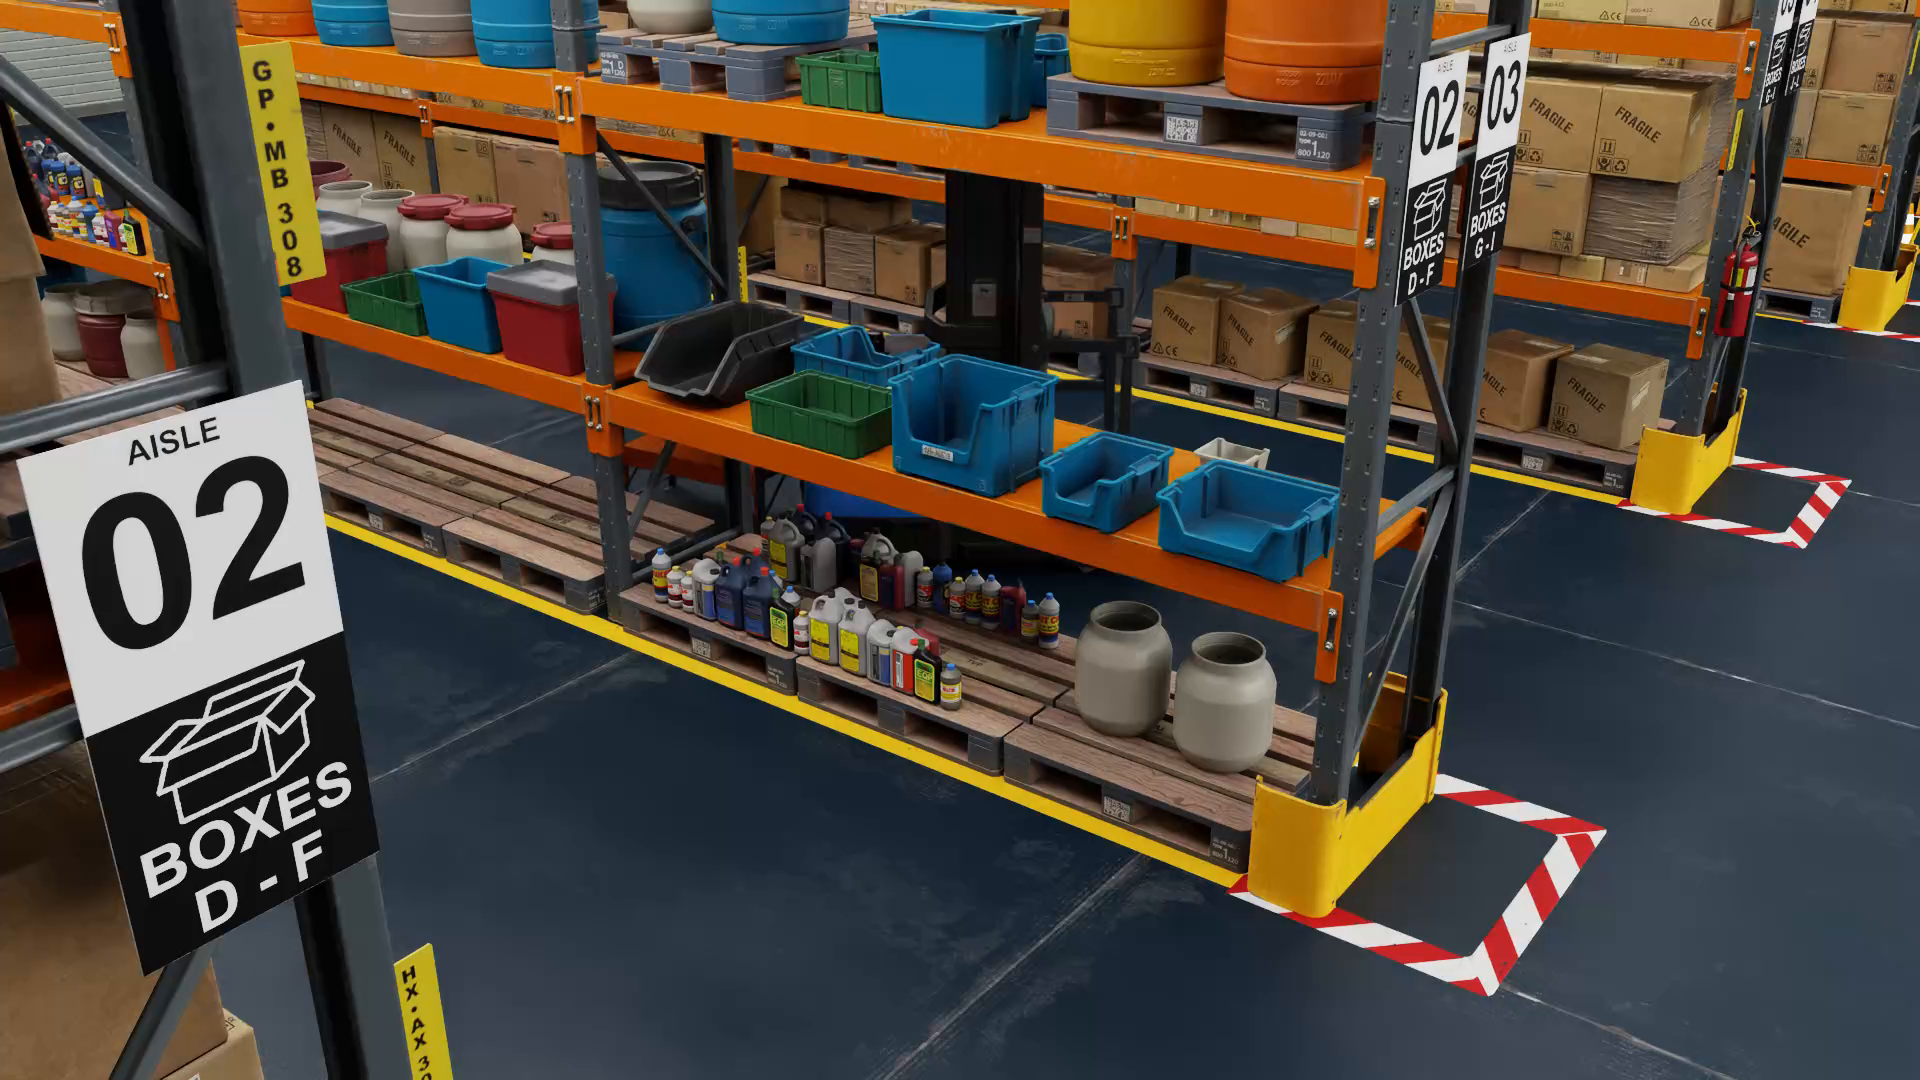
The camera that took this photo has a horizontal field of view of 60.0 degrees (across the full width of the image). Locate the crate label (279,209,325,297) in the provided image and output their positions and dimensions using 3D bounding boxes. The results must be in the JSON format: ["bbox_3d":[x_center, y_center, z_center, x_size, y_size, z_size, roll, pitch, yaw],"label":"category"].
[{"bbox_3d":[-4.077,-1.749,9.956,0.616,0.435,0.502,17,29,33],"label":"crate label"}]

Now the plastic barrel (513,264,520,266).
[{"bbox_3d":[-2.476,-1.399,9.378,0.301,0.262,0.301,0,24,0],"label":"plastic barrel"}]

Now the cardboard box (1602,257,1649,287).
[{"bbox_3d":[4.111,-1.672,10.136,0.250,0.149,0.380,17,29,33],"label":"cardboard box"}]

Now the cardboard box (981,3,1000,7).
[{"bbox_3d":[0.441,-5.947,18.580,0.250,0.149,0.380,15,28,31],"label":"cardboard box"}]

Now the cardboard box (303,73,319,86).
[{"bbox_3d":[-6.612,-4.851,17.352,0.250,0.149,0.380,17,29,34],"label":"cardboard box"}]

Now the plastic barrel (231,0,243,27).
[{"bbox_3d":[-4.183,-3.394,9.391,0.600,0.901,0.600,0,24,0],"label":"plastic barrel"}]

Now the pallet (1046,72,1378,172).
[{"bbox_3d":[1.088,-1.644,6.275,1.213,0.211,1.003,17,29,33],"label":"pallet"}]

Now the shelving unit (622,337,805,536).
[{"bbox_3d":[-1.483,-0.672,9.880,1.048,1.125,0.538,13,27,27],"label":"shelving unit"}]

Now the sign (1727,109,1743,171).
[{"bbox_3d":[4.313,-2.224,9.250,0.005,0.325,0.100,17,29,33],"label":"sign"}]

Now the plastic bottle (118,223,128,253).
[{"bbox_3d":[-5.371,-1.964,10.733,0.097,0.201,0.097,0,24,0],"label":"plastic bottle"}]

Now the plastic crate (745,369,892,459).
[{"bbox_3d":[-0.592,-0.577,7.602,0.662,0.188,0.450,17,29,33],"label":"plastic crate"}]

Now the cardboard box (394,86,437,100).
[{"bbox_3d":[-5.381,-4.479,16.507,0.250,0.149,0.380,17,29,34],"label":"cardboard box"}]

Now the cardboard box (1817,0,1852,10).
[{"bbox_3d":[9.196,-5.829,17.526,0.500,0.500,0.700,16,29,33],"label":"cardboard box"}]

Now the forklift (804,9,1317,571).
[{"bbox_3d":[0.634,-1.384,9.256,3.031,2.935,1.130,0,24,0],"label":"forklift"}]

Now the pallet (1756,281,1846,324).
[{"bbox_3d":[7.031,-2.192,14.463,1.213,0.211,1.003,17,29,33],"label":"pallet"}]

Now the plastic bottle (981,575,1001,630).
[{"bbox_3d":[0.153,0.299,8.188,0.097,0.271,0.097,0,24,0],"label":"plastic bottle"}]

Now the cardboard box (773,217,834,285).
[{"bbox_3d":[-1.191,-2.560,14.395,0.500,0.500,0.700,15,28,31],"label":"cardboard box"}]

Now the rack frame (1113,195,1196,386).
[{"bbox_3d":[1.461,-2.691,12.138,0.127,3.000,1.000,17,29,33],"label":"rack frame"}]

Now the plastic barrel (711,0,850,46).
[{"bbox_3d":[-0.777,-2.612,7.096,0.708,0.901,0.600,17,29,33],"label":"plastic barrel"}]

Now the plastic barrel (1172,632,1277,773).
[{"bbox_3d":[1.119,0.686,7.038,0.421,0.512,0.421,0,24,0],"label":"plastic barrel"}]

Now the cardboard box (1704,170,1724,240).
[{"bbox_3d":[6.430,-2.874,14.668,0.875,0.875,0.875,16,29,32],"label":"cardboard box"}]

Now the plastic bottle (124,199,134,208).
[{"bbox_3d":[-5.972,-2.548,11.967,0.135,0.276,0.152,17,29,33],"label":"plastic bottle"}]

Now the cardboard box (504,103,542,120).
[{"bbox_3d":[-3.919,-4.237,15.523,0.500,0.500,0.500,16,28,32],"label":"cardboard box"}]

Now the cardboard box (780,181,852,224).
[{"bbox_3d":[-1.185,-2.907,14.251,0.500,0.250,0.500,18,30,35],"label":"cardboard box"}]

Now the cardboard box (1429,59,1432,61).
[{"bbox_3d":[2.876,-2.781,10.609,0.500,0.500,0.500,17,29,33],"label":"cardboard box"}]

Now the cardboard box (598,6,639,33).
[{"bbox_3d":[-2.835,-4.504,14.884,0.637,0.503,0.797,18,29,34],"label":"cardboard box"}]

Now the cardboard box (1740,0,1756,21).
[{"bbox_3d":[4.432,-3.228,9.822,0.500,0.250,0.500,18,29,35],"label":"cardboard box"}]

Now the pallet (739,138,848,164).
[{"bbox_3d":[-1.105,-3.433,14.059,1.003,0.211,1.213,17,29,33],"label":"pallet"}]

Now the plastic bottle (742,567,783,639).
[{"bbox_3d":[-0.961,0.292,8.106,0.185,0.351,0.144,15,28,31],"label":"plastic bottle"}]

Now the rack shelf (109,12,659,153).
[{"bbox_3d":[-3.110,-2.620,9.149,4.000,0.370,1.077,17,29,33],"label":"rack shelf"}]

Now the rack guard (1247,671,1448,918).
[{"bbox_3d":[1.603,1.015,6.827,0.348,0.500,1.175,17,29,33],"label":"rack guard"}]

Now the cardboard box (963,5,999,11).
[{"bbox_3d":[0.240,-5.679,17.972,0.250,0.149,0.380,18,29,35],"label":"cardboard box"}]

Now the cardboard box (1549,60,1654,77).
[{"bbox_3d":[3.990,-2.707,10.442,0.500,0.500,0.500,17,29,33],"label":"cardboard box"}]

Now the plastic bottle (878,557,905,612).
[{"bbox_3d":[-0.345,0.211,8.375,0.133,0.283,0.061,17,29,33],"label":"plastic bottle"}]

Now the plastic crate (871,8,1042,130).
[{"bbox_3d":[-0.015,-1.855,6.540,0.575,0.384,0.392,17,29,33],"label":"plastic crate"}]

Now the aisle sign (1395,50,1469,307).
[{"bbox_3d":[1.571,-1.202,5.534,0.004,0.787,0.394,17,29,33],"label":"aisle sign"}]

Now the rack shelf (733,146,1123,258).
[{"bbox_3d":[-0.139,-2.846,13.381,4.000,0.370,1.077,17,29,33],"label":"rack shelf"}]

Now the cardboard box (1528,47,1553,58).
[{"bbox_3d":[5.301,-4.634,15.022,0.550,0.550,0.875,17,29,33],"label":"cardboard box"}]

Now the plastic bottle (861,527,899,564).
[{"bbox_3d":[-0.409,0.105,8.531,0.185,0.351,0.144,17,29,33],"label":"plastic bottle"}]

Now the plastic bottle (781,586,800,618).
[{"bbox_3d":[-0.821,0.352,8.069,0.097,0.271,0.097,0,24,0],"label":"plastic bottle"}]

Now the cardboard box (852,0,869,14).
[{"bbox_3d":[-1.011,-6.056,18.828,0.250,0.149,0.380,17,29,33],"label":"cardboard box"}]

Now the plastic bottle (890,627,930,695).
[{"bbox_3d":[-0.226,0.547,7.621,0.135,0.276,0.152,17,29,34],"label":"plastic bottle"}]

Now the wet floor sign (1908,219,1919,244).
[{"bbox_3d":[8.928,-2.854,15.428,0.232,0.644,0.267,12,26,24],"label":"wet floor sign"}]

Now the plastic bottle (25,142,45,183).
[{"bbox_3d":[-6.918,-2.797,12.440,0.185,0.351,0.144,17,29,33],"label":"plastic bottle"}]

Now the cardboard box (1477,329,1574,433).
[{"bbox_3d":[3.674,-1.062,11.020,0.500,0.500,0.500,-17,29,-34],"label":"cardboard box"}]

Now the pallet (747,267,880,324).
[{"bbox_3d":[-1.115,-2.193,14.465,1.213,0.211,1.003,17,29,33],"label":"pallet"}]

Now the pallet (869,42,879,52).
[{"bbox_3d":[-0.292,-5.612,19.005,1.213,0.211,1.003,17,29,33],"label":"pallet"}]

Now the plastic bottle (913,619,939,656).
[{"bbox_3d":[-0.163,0.509,7.698,0.133,0.283,0.061,17,29,33],"label":"plastic bottle"}]

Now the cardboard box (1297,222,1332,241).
[{"bbox_3d":[2.468,-2.133,11.182,0.250,0.149,0.380,17,29,33],"label":"cardboard box"}]
